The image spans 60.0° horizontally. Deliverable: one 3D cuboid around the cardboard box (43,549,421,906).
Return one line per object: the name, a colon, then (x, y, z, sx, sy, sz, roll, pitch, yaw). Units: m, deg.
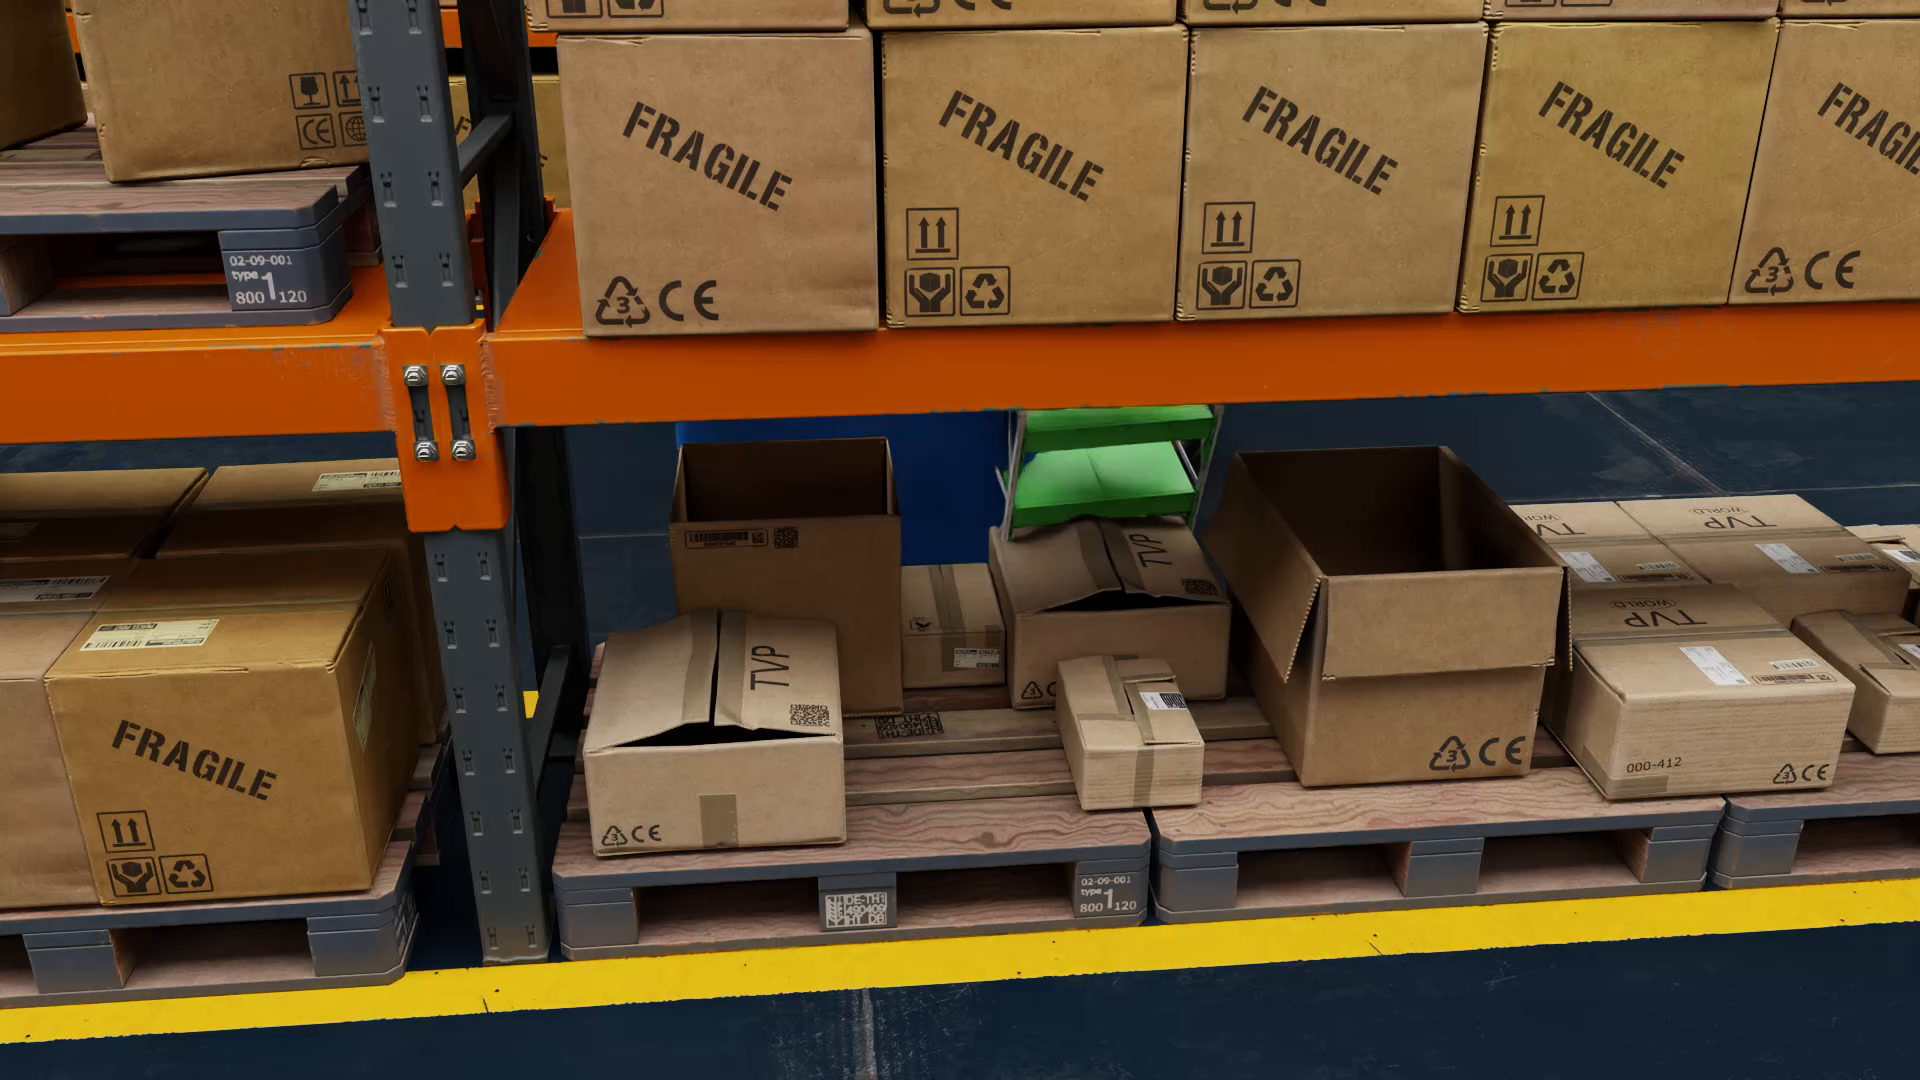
cardboard box: (-1.403, 0.356, 3.292, 0.500, 0.500, 0.500, -2, 24, -5)

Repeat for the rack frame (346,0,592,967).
rack frame: (-0.940, -0.721, 3.178, 0.127, 3.000, 1.000, -2, 24, -5)

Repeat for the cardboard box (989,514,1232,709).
cardboard box: (0.346, 0.140, 4.011, 0.500, 0.311, 0.500, -2, 24, -5)

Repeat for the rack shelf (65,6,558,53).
rack shelf: (-3.421, -2.314, 7.649, 4.000, 0.370, 1.077, -2, 24, -5)

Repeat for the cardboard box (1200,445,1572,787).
cardboard box: (0.929, 0.142, 3.769, 0.637, 0.503, 0.797, -2, 24, -5)

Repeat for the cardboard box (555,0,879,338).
cardboard box: (-0.406, -0.677, 2.956, 0.500, 0.500, 0.500, -2, 24, -4)

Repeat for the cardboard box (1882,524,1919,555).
cardboard box: (2.590, 0.099, 4.302, 0.250, 0.149, 0.380, -2, 24, -5)

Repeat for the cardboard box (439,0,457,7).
cardboard box: (-2.250, -2.477, 7.415, 0.250, 0.149, 0.380, -2, 24, -3)

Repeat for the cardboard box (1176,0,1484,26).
cardboard box: (0.582, -1.169, 2.834, 0.500, 0.500, 0.500, -3, 24, -7)

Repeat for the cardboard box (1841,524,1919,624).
cardboard box: (2.342, 0.101, 4.276, 0.250, 0.166, 0.380, -2, 24, -5)

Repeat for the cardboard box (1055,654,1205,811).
cardboard box: (0.359, 0.405, 3.592, 0.250, 0.166, 0.380, -2, 24, -5)

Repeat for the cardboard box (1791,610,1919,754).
cardboard box: (2.112, 0.314, 3.796, 0.250, 0.166, 0.380, -2, 24, -5)

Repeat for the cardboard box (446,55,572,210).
cardboard box: (-2.064, -1.854, 7.857, 0.750, 0.750, 0.750, -2, 24, -5)

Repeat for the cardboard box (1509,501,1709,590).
cardboard box: (1.477, 0.122, 4.126, 0.500, 0.250, 0.500, -2, 24, -5)

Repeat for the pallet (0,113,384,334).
pallet: (-1.746, -0.645, 3.245, 1.213, 0.211, 1.003, -2, 24, -5)

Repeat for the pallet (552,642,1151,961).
pallet: (-0.256, 0.527, 3.805, 1.213, 0.211, 1.003, -2, 24, -5)

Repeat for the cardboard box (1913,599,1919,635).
cardboard box: (2.524, 0.182, 3.683, 0.500, 0.500, 0.500, -2, 24, -5)

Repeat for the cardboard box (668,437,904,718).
cardboard box: (-0.401, 0.083, 3.906, 0.500, 0.500, 0.500, -2, 24, -5)

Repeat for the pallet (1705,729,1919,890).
pallet: (2.172, 0.429, 4.025, 1.213, 0.211, 1.003, -2, 24, -5)

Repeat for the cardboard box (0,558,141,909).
cardboard box: (-1.895, 0.372, 3.255, 0.500, 0.500, 0.500, -2, 24, -5)

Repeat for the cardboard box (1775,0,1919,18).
cardboard box: (1.607, -1.211, 2.927, 0.500, 0.500, 0.500, -2, 24, -4)

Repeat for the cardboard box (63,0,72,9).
cardboard box: (-3.783, -2.440, 7.330, 0.250, 0.149, 0.380, -2, 24, -4)

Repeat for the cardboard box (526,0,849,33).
cardboard box: (-0.443, -1.128, 2.741, 0.500, 0.500, 0.500, -2, 24, -4)

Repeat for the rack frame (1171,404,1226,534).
rack frame: (0.570, -0.202, 4.198, 0.015, 1.200, 0.240, -5, 45, -13)

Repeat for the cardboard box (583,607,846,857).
cardboard box: (-0.501, 0.378, 3.476, 0.500, 0.311, 0.500, -2, 24, -5)

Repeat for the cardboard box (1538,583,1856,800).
cardboard box: (1.576, 0.322, 3.676, 0.500, 0.250, 0.500, -2, 24, -5)

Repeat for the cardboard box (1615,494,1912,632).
cardboard box: (1.974, 0.102, 4.171, 0.500, 0.250, 0.500, -2, 24, -5)

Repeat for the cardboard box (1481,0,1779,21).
cardboard box: (1.096, -1.190, 2.881, 0.500, 0.500, 0.500, -2, 24, -4)

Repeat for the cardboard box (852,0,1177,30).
cardboard box: (0.070, -1.149, 2.788, 0.500, 0.500, 0.500, -3, 24, -7)

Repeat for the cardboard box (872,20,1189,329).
cardboard box: (0.104, -0.698, 3.005, 0.500, 0.500, 0.500, -2, 24, -4)

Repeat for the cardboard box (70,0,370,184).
cardboard box: (-1.433, -1.030, 3.233, 0.500, 0.500, 0.700, -11, 26, -23)

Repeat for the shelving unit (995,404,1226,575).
shelving unit: (0.333, -0.179, 4.144, 0.503, 1.200, 0.258, -5, 45, -13)

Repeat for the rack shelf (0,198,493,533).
rack shelf: (-2.930, -0.312, 3.145, 4.000, 0.370, 1.077, -2, 24, -5)

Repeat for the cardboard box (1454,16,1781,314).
cardboard box: (1.108, -0.738, 3.095, 0.500, 0.500, 0.500, -3, 24, -6)

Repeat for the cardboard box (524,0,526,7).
cardboard box: (-1.988, -2.470, 7.398, 0.250, 0.149, 0.380, -2, 24, -4)

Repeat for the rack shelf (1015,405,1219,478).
rack shelf: (0.348, -0.306, 4.023, 0.480, 0.148, 0.258, -5, 45, -13)

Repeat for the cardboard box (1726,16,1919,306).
cardboard box: (1.609, -0.758, 3.140, 0.500, 0.500, 0.500, -2, 24, -5)

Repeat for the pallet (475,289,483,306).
pallet: (-2.191, -1.387, 8.111, 1.213, 0.211, 1.003, -2, 24, -5)

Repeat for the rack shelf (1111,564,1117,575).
rack shelf: (0.306, 0.039, 4.354, 0.480, 0.148, 0.258, -5, 45, -13)

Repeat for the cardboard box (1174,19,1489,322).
cardboard box: (0.602, -0.717, 3.048, 0.500, 0.500, 0.500, -2, 24, -5)

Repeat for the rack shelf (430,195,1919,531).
rack shelf: (1.051, -0.472, 3.504, 4.000, 0.370, 1.077, -2, 24, -5)

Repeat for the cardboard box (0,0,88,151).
cardboard box: (-2.111, -0.977, 3.114, 0.500, 0.500, 0.700, 1, 24, 3)

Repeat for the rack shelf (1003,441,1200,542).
rack shelf: (0.327, -0.133, 4.188, 0.480, 0.148, 0.258, -5, 45, -13)

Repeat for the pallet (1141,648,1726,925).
pallet: (0.961, 0.477, 3.918, 1.213, 0.211, 1.003, -2, 24, -5)

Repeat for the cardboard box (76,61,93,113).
cardboard box: (-3.794, -1.781, 7.694, 0.750, 0.750, 0.750, -2, 24, -5)

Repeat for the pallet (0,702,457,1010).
pallet: (-1.745, 0.601, 3.637, 1.213, 0.211, 1.003, -2, 24, -5)

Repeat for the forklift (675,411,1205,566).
forklift: (0.232, -1.576, 5.188, 1.130, 2.935, 3.031, 9, 26, 20)

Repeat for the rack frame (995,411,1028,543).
rack frame: (0.096, -0.157, 4.091, 0.015, 1.200, 0.240, -5, 45, -13)

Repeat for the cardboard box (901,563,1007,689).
cardboard box: (-0.033, 0.204, 4.065, 0.250, 0.149, 0.380, -2, 24, -5)

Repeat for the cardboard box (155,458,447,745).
cardboard box: (-1.445, 0.141, 3.775, 0.500, 0.500, 0.500, -3, 24, -8)

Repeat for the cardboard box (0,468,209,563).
cardboard box: (-1.975, 0.167, 3.717, 0.500, 0.500, 0.500, -2, 24, -4)
